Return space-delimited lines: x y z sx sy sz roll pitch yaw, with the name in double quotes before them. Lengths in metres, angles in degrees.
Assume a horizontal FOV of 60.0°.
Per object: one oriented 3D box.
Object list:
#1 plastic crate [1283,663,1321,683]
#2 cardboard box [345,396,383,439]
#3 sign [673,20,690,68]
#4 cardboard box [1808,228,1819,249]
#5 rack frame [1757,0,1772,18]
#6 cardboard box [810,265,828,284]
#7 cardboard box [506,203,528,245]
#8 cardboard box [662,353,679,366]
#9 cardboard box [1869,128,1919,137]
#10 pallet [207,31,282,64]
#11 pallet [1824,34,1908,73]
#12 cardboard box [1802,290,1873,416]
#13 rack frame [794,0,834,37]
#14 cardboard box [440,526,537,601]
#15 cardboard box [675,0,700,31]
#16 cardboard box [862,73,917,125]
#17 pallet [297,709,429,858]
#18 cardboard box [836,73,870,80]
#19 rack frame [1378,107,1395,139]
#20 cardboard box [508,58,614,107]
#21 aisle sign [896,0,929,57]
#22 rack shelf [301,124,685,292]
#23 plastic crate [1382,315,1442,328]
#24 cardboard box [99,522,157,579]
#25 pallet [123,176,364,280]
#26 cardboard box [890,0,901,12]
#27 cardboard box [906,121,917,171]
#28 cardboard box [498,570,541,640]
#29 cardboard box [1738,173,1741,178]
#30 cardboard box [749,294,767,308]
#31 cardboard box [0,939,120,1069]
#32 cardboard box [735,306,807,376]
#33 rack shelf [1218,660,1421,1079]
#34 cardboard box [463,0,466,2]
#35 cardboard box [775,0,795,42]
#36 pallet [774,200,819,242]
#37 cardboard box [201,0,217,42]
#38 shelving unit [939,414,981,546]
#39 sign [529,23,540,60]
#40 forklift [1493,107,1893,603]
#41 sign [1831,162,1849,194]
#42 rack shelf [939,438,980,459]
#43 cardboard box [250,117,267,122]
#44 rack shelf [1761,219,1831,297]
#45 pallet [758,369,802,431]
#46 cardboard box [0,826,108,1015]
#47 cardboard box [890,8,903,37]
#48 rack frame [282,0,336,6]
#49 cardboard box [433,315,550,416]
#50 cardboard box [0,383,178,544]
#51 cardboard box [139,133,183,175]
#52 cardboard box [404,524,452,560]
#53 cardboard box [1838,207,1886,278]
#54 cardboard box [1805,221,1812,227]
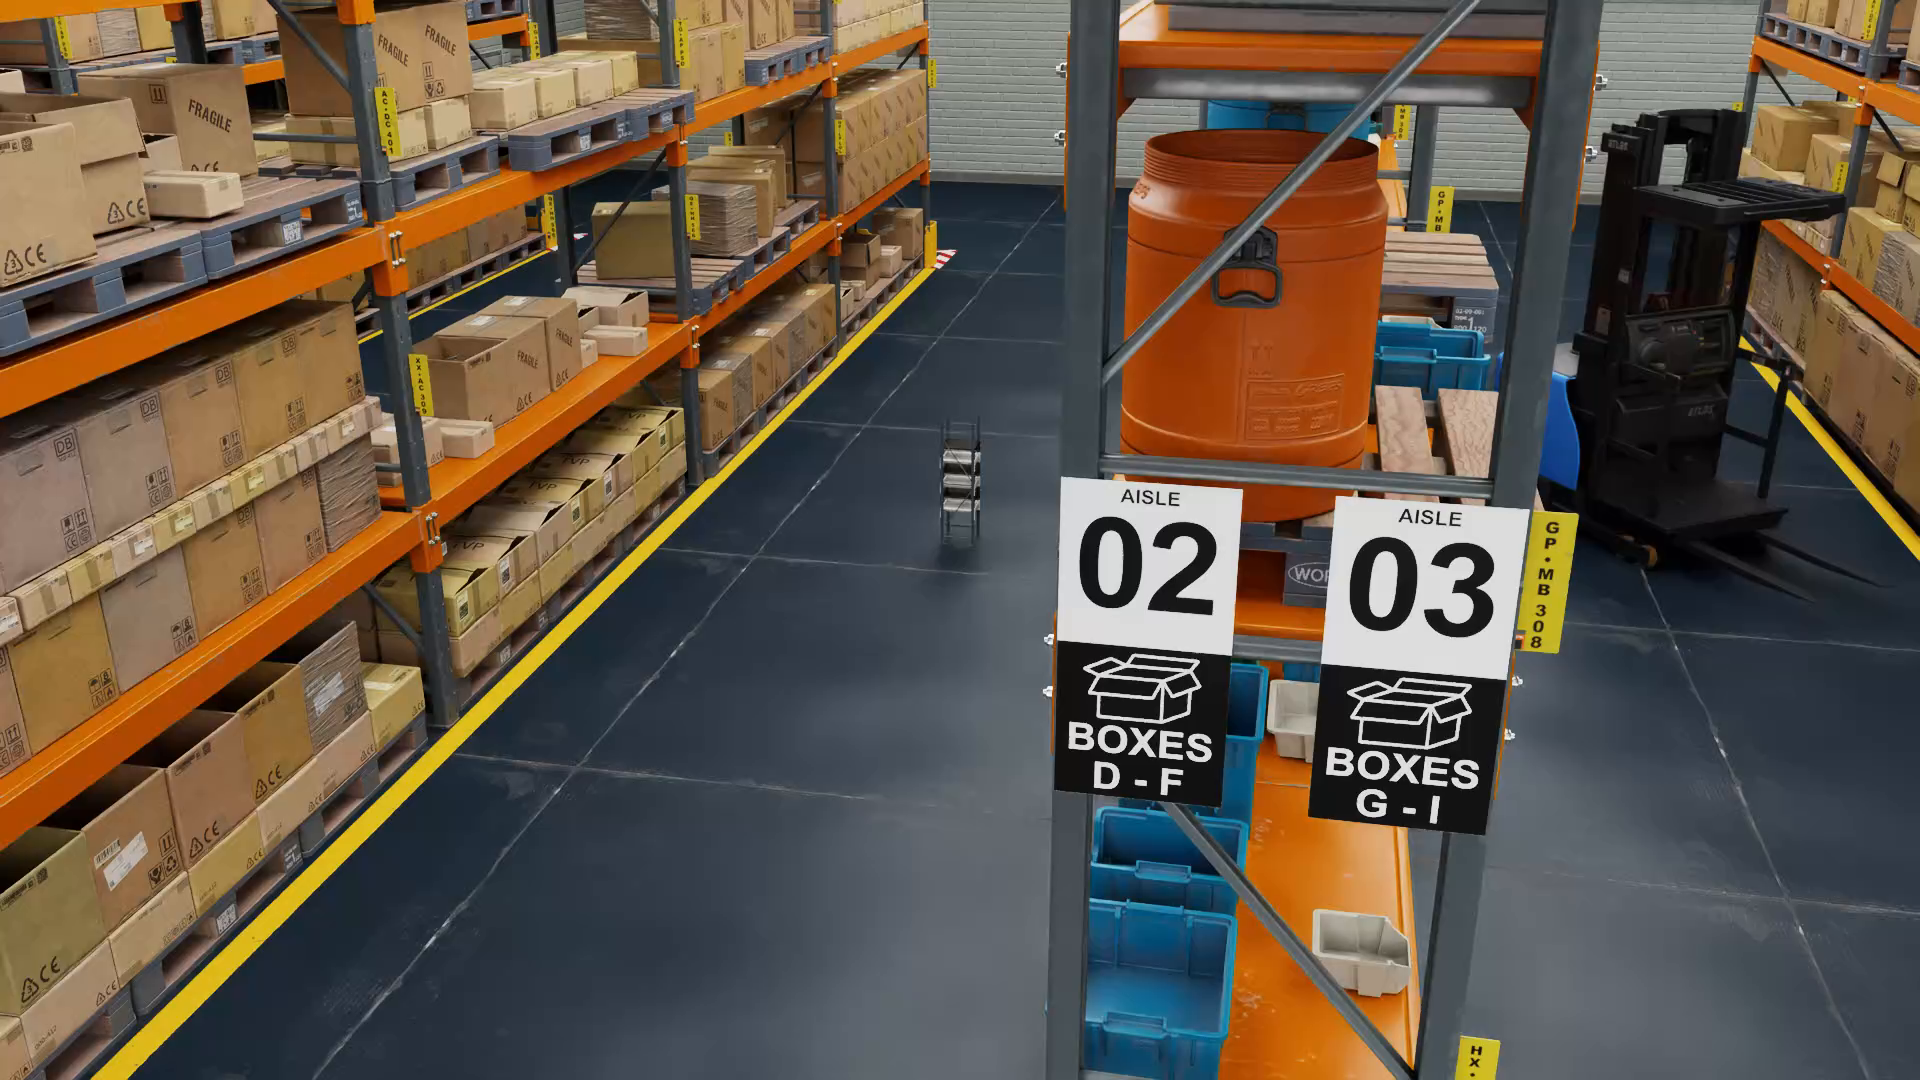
"plastic crate" 1.577 0.476 6.855 0.499 0.251 0.616 4 22 11
"cardboard box" -3.157 -0.629 8.398 0.380 0.149 0.250 4 22 11
"sign" -1.954 -3.483 11.673 0.100 0.325 0.005 4 22 11
"cardboard box" 7.812 -2.681 14.831 0.380 0.149 0.250 5 22 12
"rack frame" 8.834 -6.812 16.723 1.000 3.000 0.127 4 22 11
"cardboard box" -1.688 -2.784 17.762 0.500 0.311 0.500 4 22 11
"cardboard box" -5.758 -3.934 20.390 0.700 0.500 0.500 4 22 11
"cardboard box" -2.527 -1.633 13.648 0.500 0.250 0.500 5 23 13
"cardboard box" 8.576 -3.509 15.349 0.500 0.500 0.500 4 22 9
"pallet" -6.668 -4.663 15.657 0.805 0.209 1.217 4 22 9
"pallet" 8.195 -4.215 14.408 1.003 0.211 1.213 4 22 11
"cardboard box" 7.907 -1.540 13.945 1.225 0.875 0.875 5 22 11
"rack frame" -1.679 -6.106 14.969 1.000 3.000 0.127 4 22 11
"cardboard box" -2.876 0.108 9.937 0.500 0.311 0.500 4 22 10
"cardboard box" -2.296 -4.107 12.549 0.500 0.500 0.500 4 22 11
"cardboard box" -0.787 -4.928 18.601 0.500 0.500 0.500 5 22 12
"pallet" -3.515 1.184 8.632 1.003 0.211 1.213 4 22 11
"cardboard box" -1.311 -4.962 18.687 0.500 0.500 0.500 5 22 11
"rack frame" 2.353 -1.481 11.516 1.000 3.000 0.127 4 22 11
"cardboard box" -2.622 -3.014 10.944 0.500 0.250 0.500 5 22 12
"aisle sign" -0.549 -5.993 19.240 0.394 0.787 0.004 4 22 11
"rack shelf" -2.904 -2.186 10.215 1.077 0.370 4.000 4 22 11
"plastic crate" 1.605 -0.670 5.839 0.243 0.136 0.396 4 22 11
"cardboard box" -3.523 0.029 6.764 0.380 0.149 0.250 5 22 11
"pallet" -3.460 -1.434 7.502 1.003 0.211 1.213 4 22 11
"cardboard box" -0.926 -5.767 17.674 0.500 0.250 0.500 4 22 11
"cardboard box" -0.790 -4.458 18.773 0.500 0.500 0.500 5 22 11
"cardboard box" -2.881 0.368 10.043 0.500 0.250 0.500 5 22 12
"cardboard box" 8.439 -3.808 17.630 0.380 0.149 0.250 5 22 12
"cardboard box" -2.115 -2.013 15.595 0.500 0.500 0.500 5 22 12
"cardboard box" -3.702 1.784 6.527 0.500 0.250 0.500 4 22 11
"cardboard box" -1.711 -1.802 15.069 0.500 0.500 0.500 5 22 12
"rack shelf" 1.129 1.047 6.202 1.077 0.370 4.000 4 22 11
"cardboard box" -5.809 -6.056 18.365 0.500 0.250 0.500 4 22 9
"cardboard box" -1.854 -4.823 14.970 0.600 0.600 0.600 2 22 6
"pallet" -1.949 -2.950 15.420 1.003 0.211 1.213 4 22 11
"cardboard box" -7.032 -4.641 14.624 0.700 0.500 0.500 4 22 11
"shelving unit" 0.002 -0.420 11.693 0.258 0.900 0.210 4 22 11
"sign" -3.026 -3.534 11.905 0.100 0.325 0.005 4 22 11
"forklift" 5.040 -1.339 11.256 1.130 2.935 3.031 -9 23 -20
"sign" 7.474 -3.047 14.138 0.100 0.325 0.005 4 22 11
"rack shelf" 0.002 -0.640 11.604 0.258 0.077 0.200 4 22 11
"cardboard box" -6.979 -3.901 15.961 0.500 0.250 0.500 5 22 12
"rack shelf" 8.426 -2.964 16.162 1.077 0.370 4.000 4 22 11
"pallet" -2.055 -1.282 14.754 1.003 0.211 1.213 4 22 11
"cardboard box" -3.701 1.436 6.387 0.500 0.500 0.500 4 22 11
"cardboard box" -0.912 -5.534 17.765 0.500 0.250 0.500 4 22 11
"rack frame" -6.530 -6.482 15.903 1.000 3.000 0.127 4 22 11
"cardboard box" -2.929 -1.099 10.434 0.500 0.500 0.500 4 22 11
"cardboard box" -3.703 -0.332 6.793 0.700 0.500 0.500 4 22 11
"cardboard box" -3.783 -1.646 7.279 0.500 0.311 0.500 3 22 8
"cardboard box" -3.410 0.062 10.051 0.500 0.311 0.500 5 22 12
"cardboard box" 7.679 -2.464 13.822 0.500 0.500 0.500 5 22 11
"cardboard box" 7.954 -3.006 15.105 0.500 0.250 0.500 5 23 13
